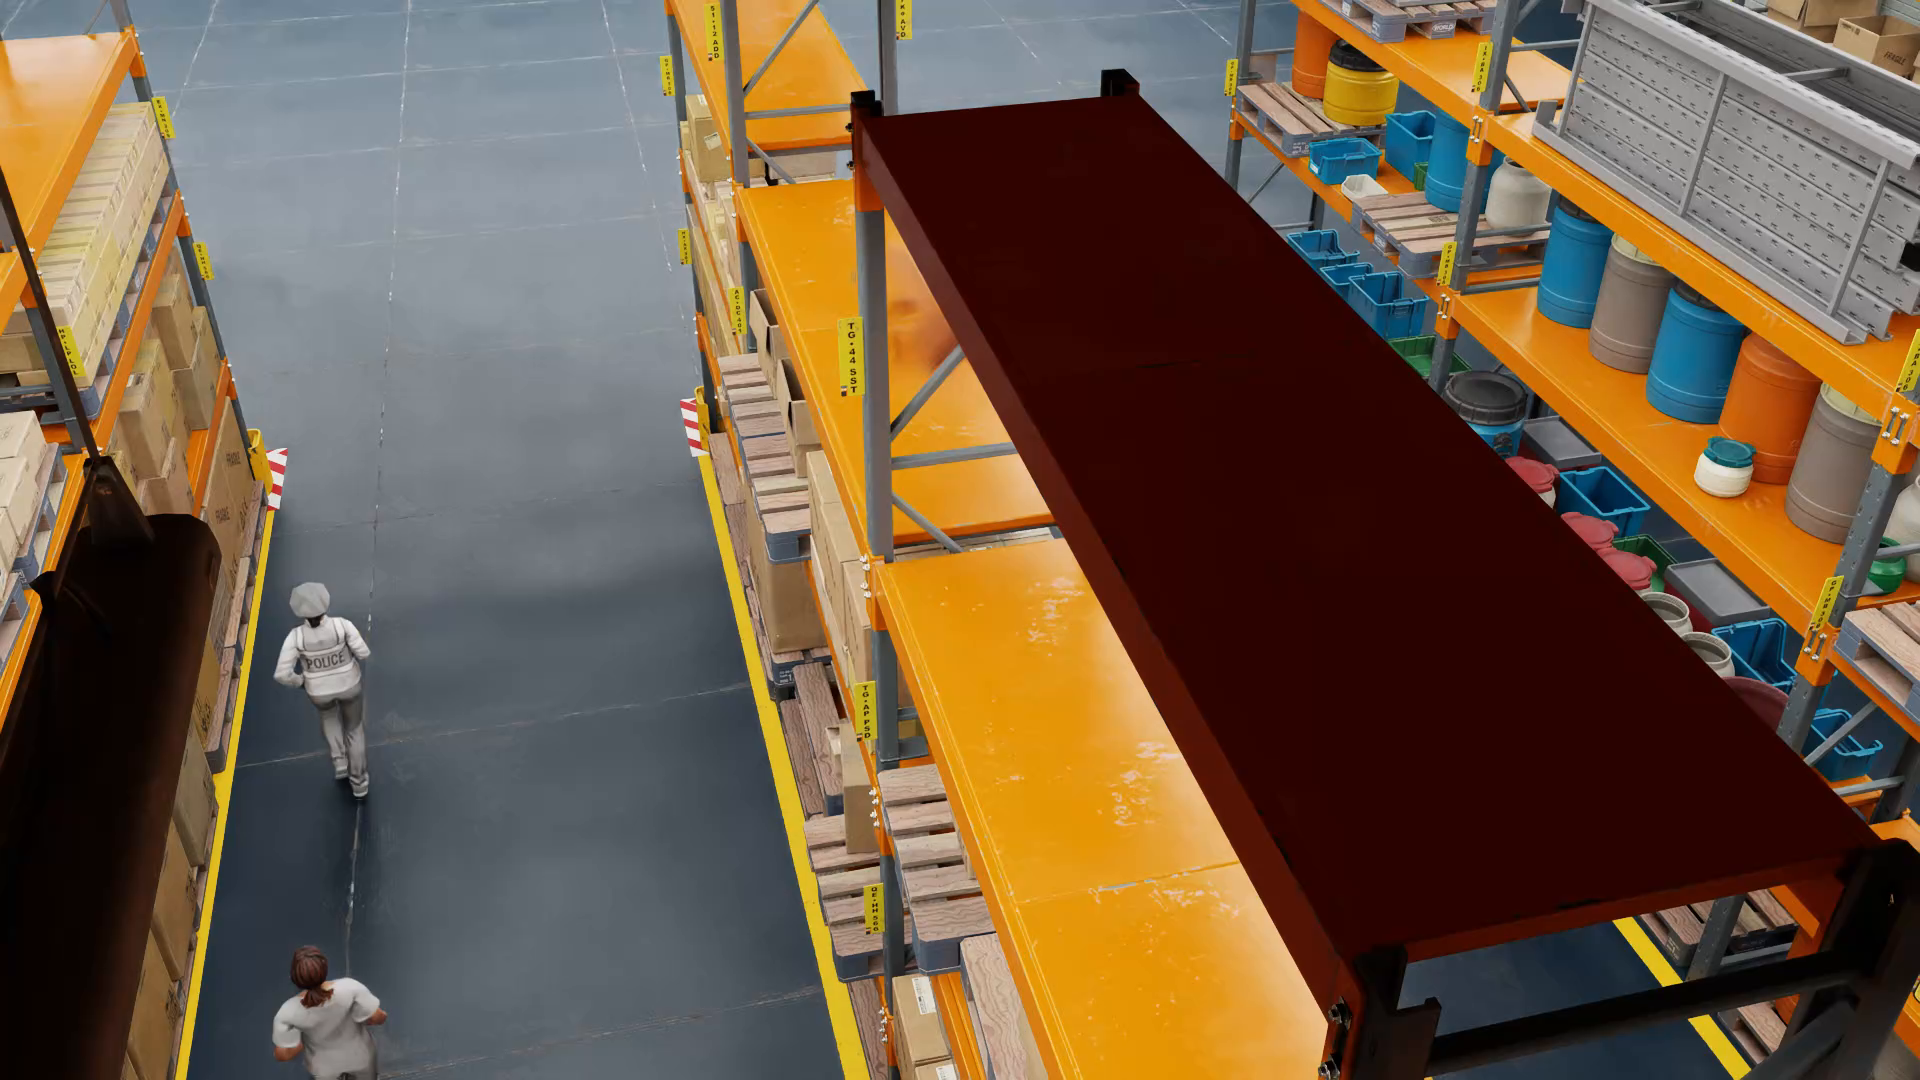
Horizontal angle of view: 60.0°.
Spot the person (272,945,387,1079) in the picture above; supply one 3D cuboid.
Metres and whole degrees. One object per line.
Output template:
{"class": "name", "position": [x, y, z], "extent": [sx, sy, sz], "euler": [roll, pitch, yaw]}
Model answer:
{"class": "person", "position": [-3.225, 2.726, 8.665], "extent": [0.556, 1.633, 0.733], "euler": [-15, 37, -20]}

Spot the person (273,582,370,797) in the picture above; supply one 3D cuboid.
{"class": "person", "position": [-4.242, 0.960, 11.209], "extent": [0.596, 1.690, 0.614], "euler": [-10, 36, -14]}
